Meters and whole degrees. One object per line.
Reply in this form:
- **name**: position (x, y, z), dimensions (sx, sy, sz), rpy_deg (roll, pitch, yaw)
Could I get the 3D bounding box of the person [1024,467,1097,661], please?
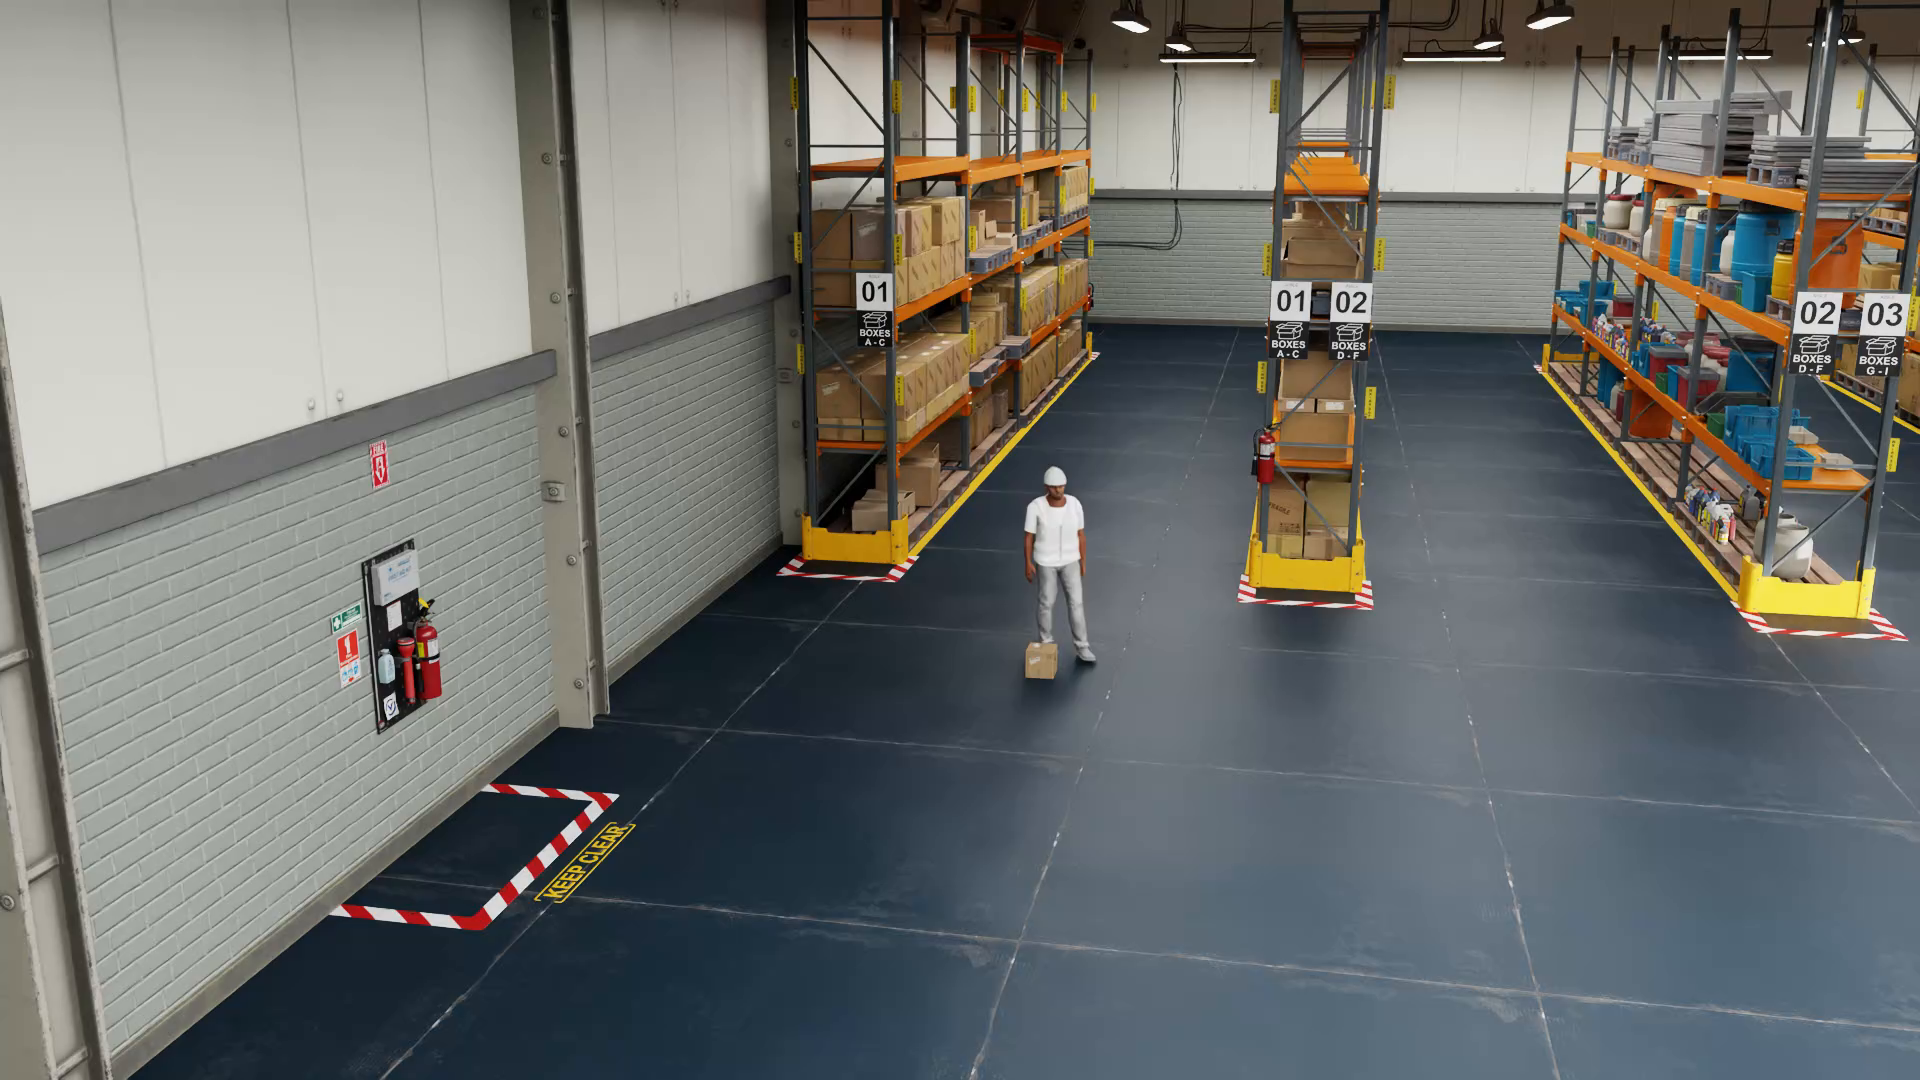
- **person**: position (0.904, 0.232, 15.043), dimensions (0.586, 1.768, 0.617), rpy_deg (-3, 15, -11)
